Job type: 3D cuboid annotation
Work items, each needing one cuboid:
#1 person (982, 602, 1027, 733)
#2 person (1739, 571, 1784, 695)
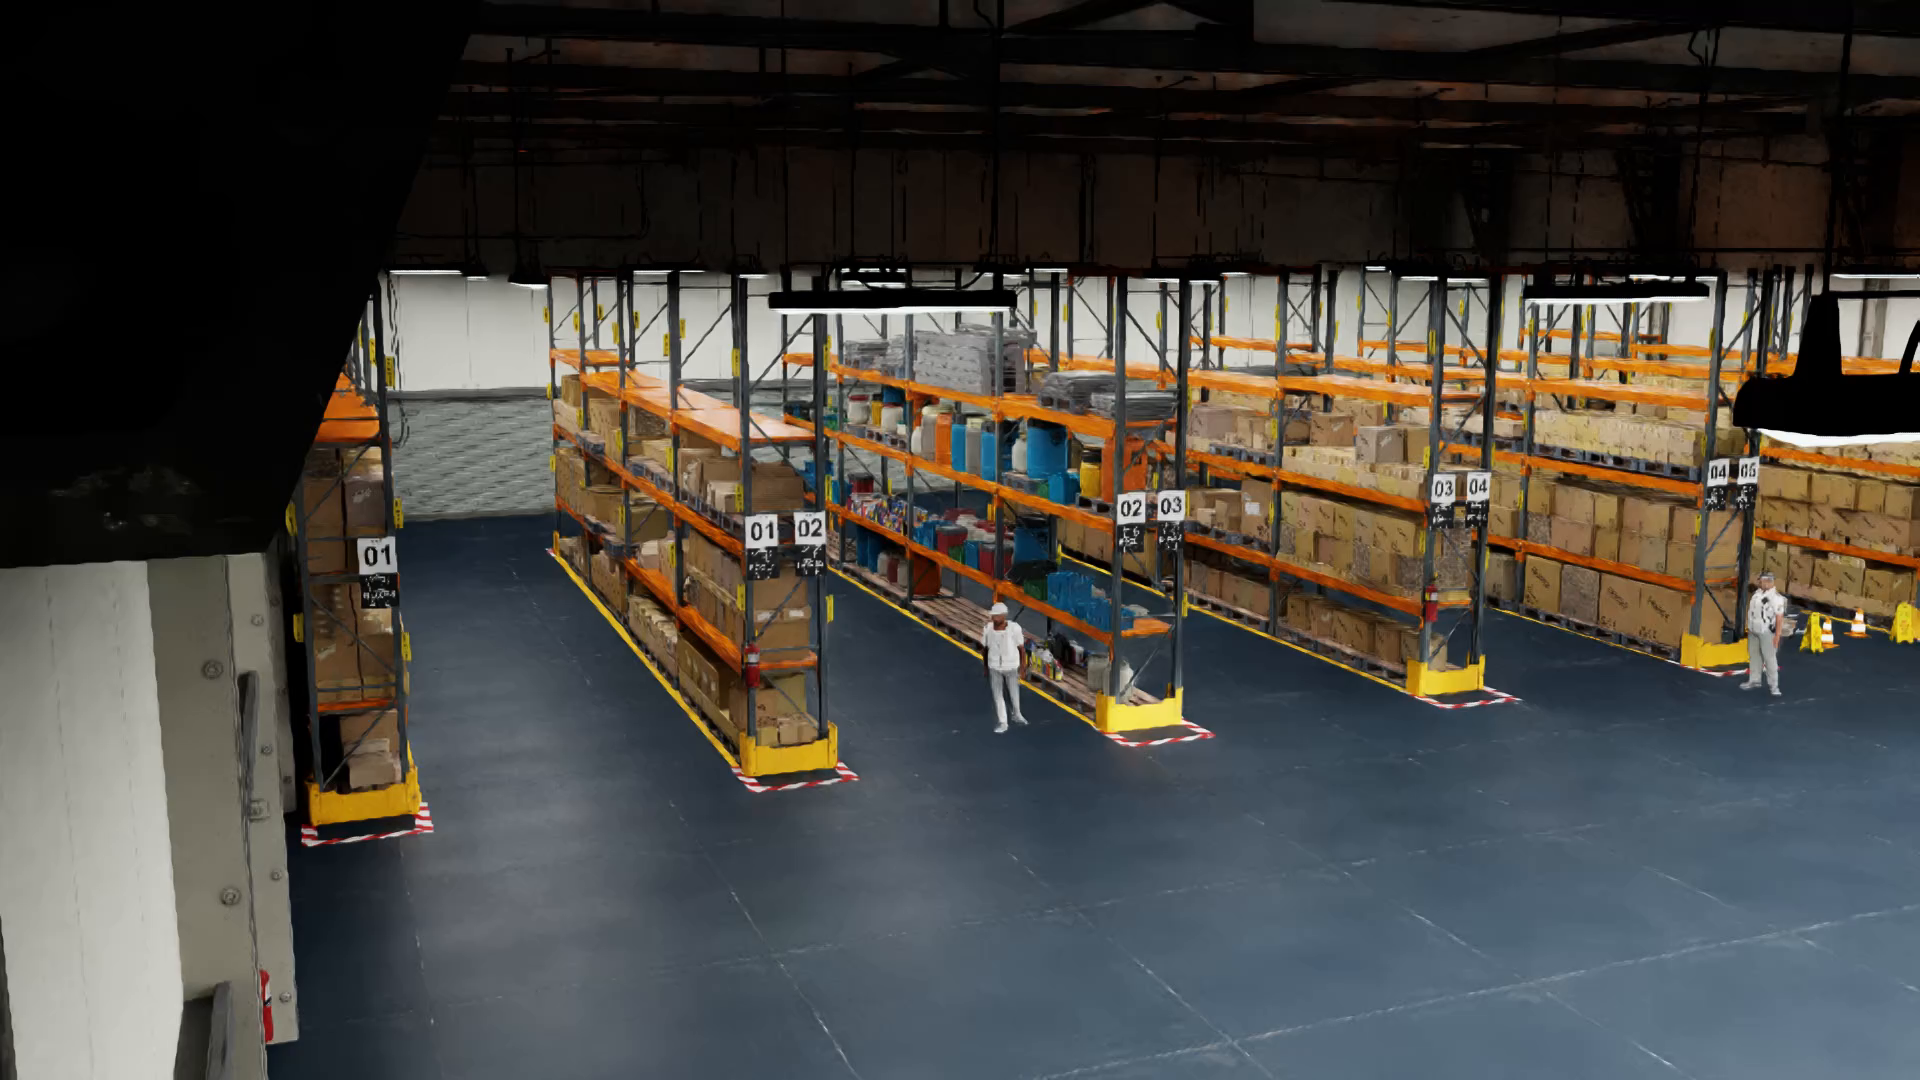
[{"bbox_3d":[0.594,1.666,22.072,0.608,1.753,0.579,2,10,14],"label":"person"},{"bbox_3d":[11.615,1.319,23.983,0.404,1.749,0.653,-3,10,-14],"label":"person"}]
